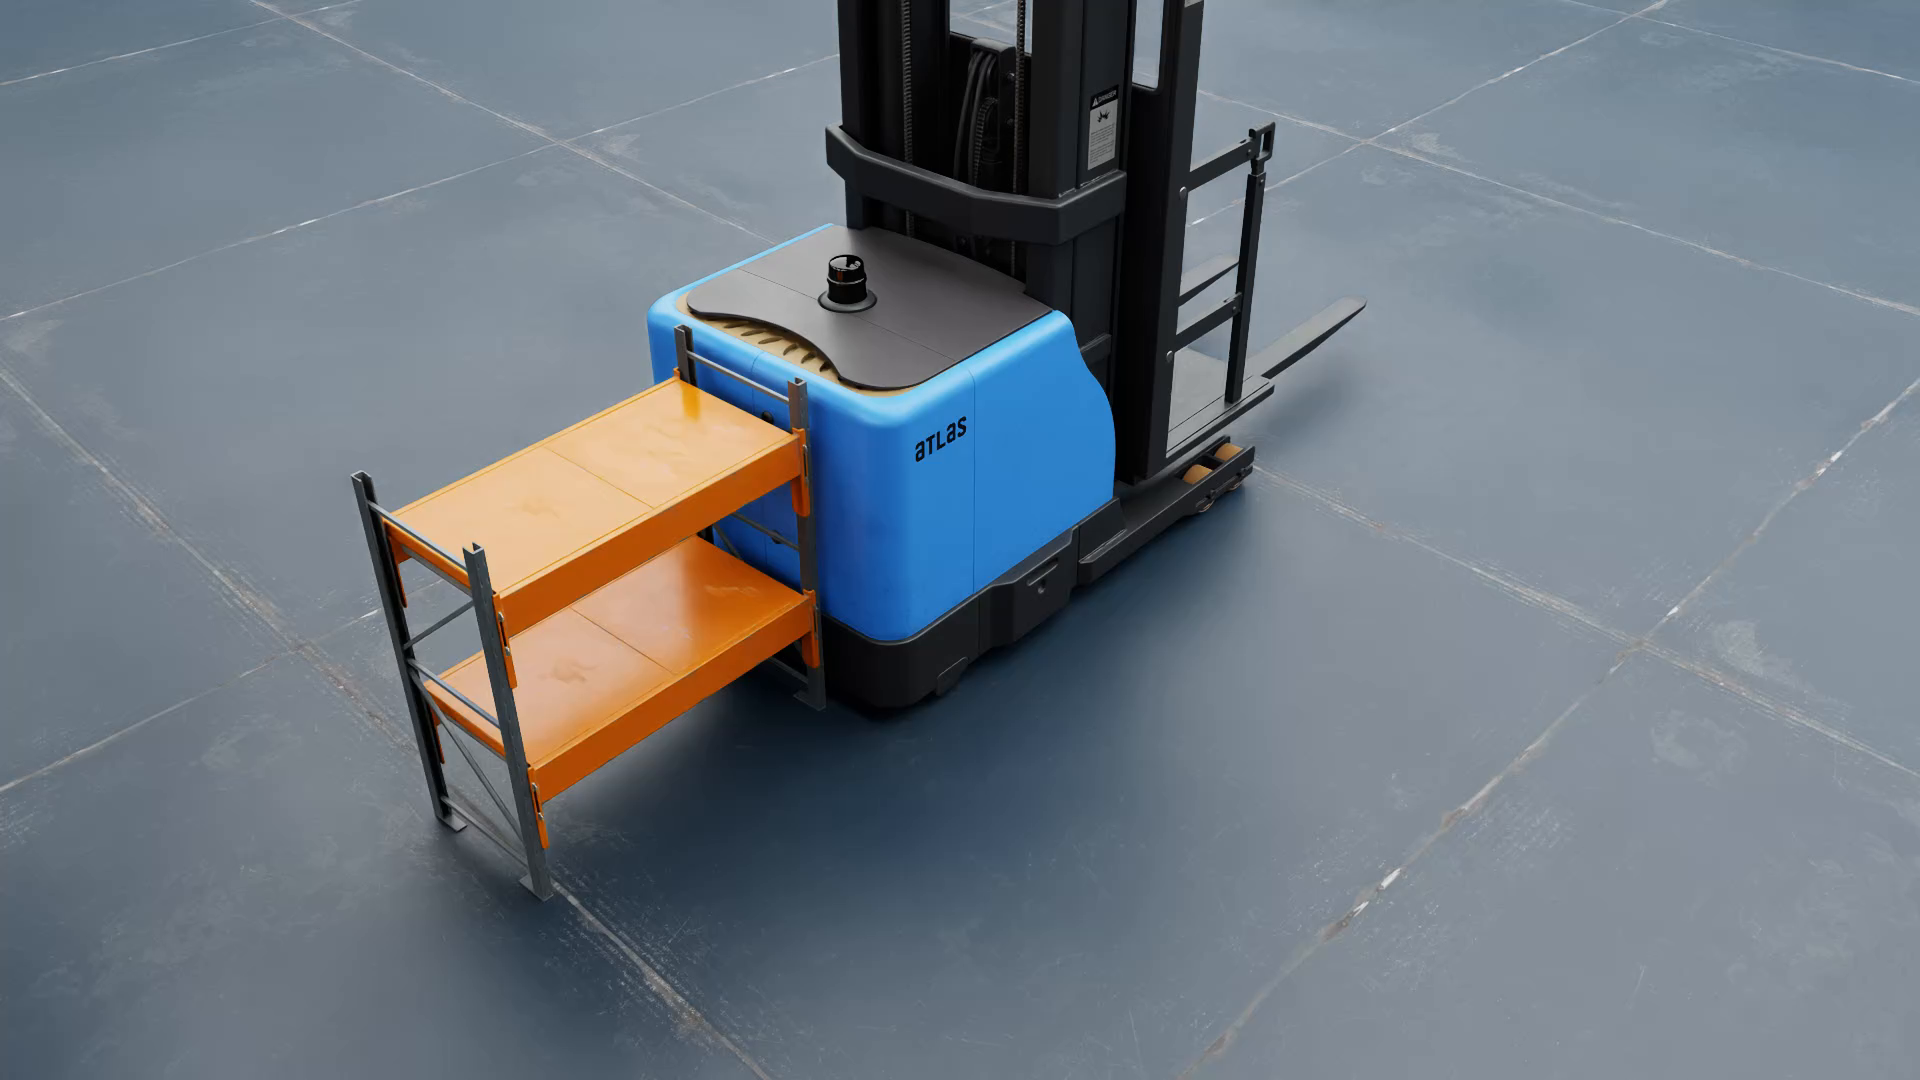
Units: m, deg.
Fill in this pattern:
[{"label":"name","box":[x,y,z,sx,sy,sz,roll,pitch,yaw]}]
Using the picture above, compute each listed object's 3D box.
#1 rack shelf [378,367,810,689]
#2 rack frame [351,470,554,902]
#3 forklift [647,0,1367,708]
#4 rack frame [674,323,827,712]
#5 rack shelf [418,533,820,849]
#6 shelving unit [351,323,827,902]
[{"label":"rack shelf","box":[-0.937,-0.066,4.350,0.538,0.278,1.000,27,43,33]},{"label":"rack frame","box":[-1.272,0.392,4.204,0.500,1.125,0.032,27,43,33]},{"label":"forklift","box":[0.410,-1.470,5.296,1.130,2.935,3.031,27,43,33]},{"label":"rack frame","box":[-0.601,-0.044,4.830,0.500,1.125,0.032,27,43,33]},{"label":"rack shelf","box":[-0.937,0.375,4.657,0.538,0.278,1.000,27,43,33]},{"label":"shelving unit","box":[-0.937,0.174,4.517,0.538,1.125,1.048,27,43,33]}]
